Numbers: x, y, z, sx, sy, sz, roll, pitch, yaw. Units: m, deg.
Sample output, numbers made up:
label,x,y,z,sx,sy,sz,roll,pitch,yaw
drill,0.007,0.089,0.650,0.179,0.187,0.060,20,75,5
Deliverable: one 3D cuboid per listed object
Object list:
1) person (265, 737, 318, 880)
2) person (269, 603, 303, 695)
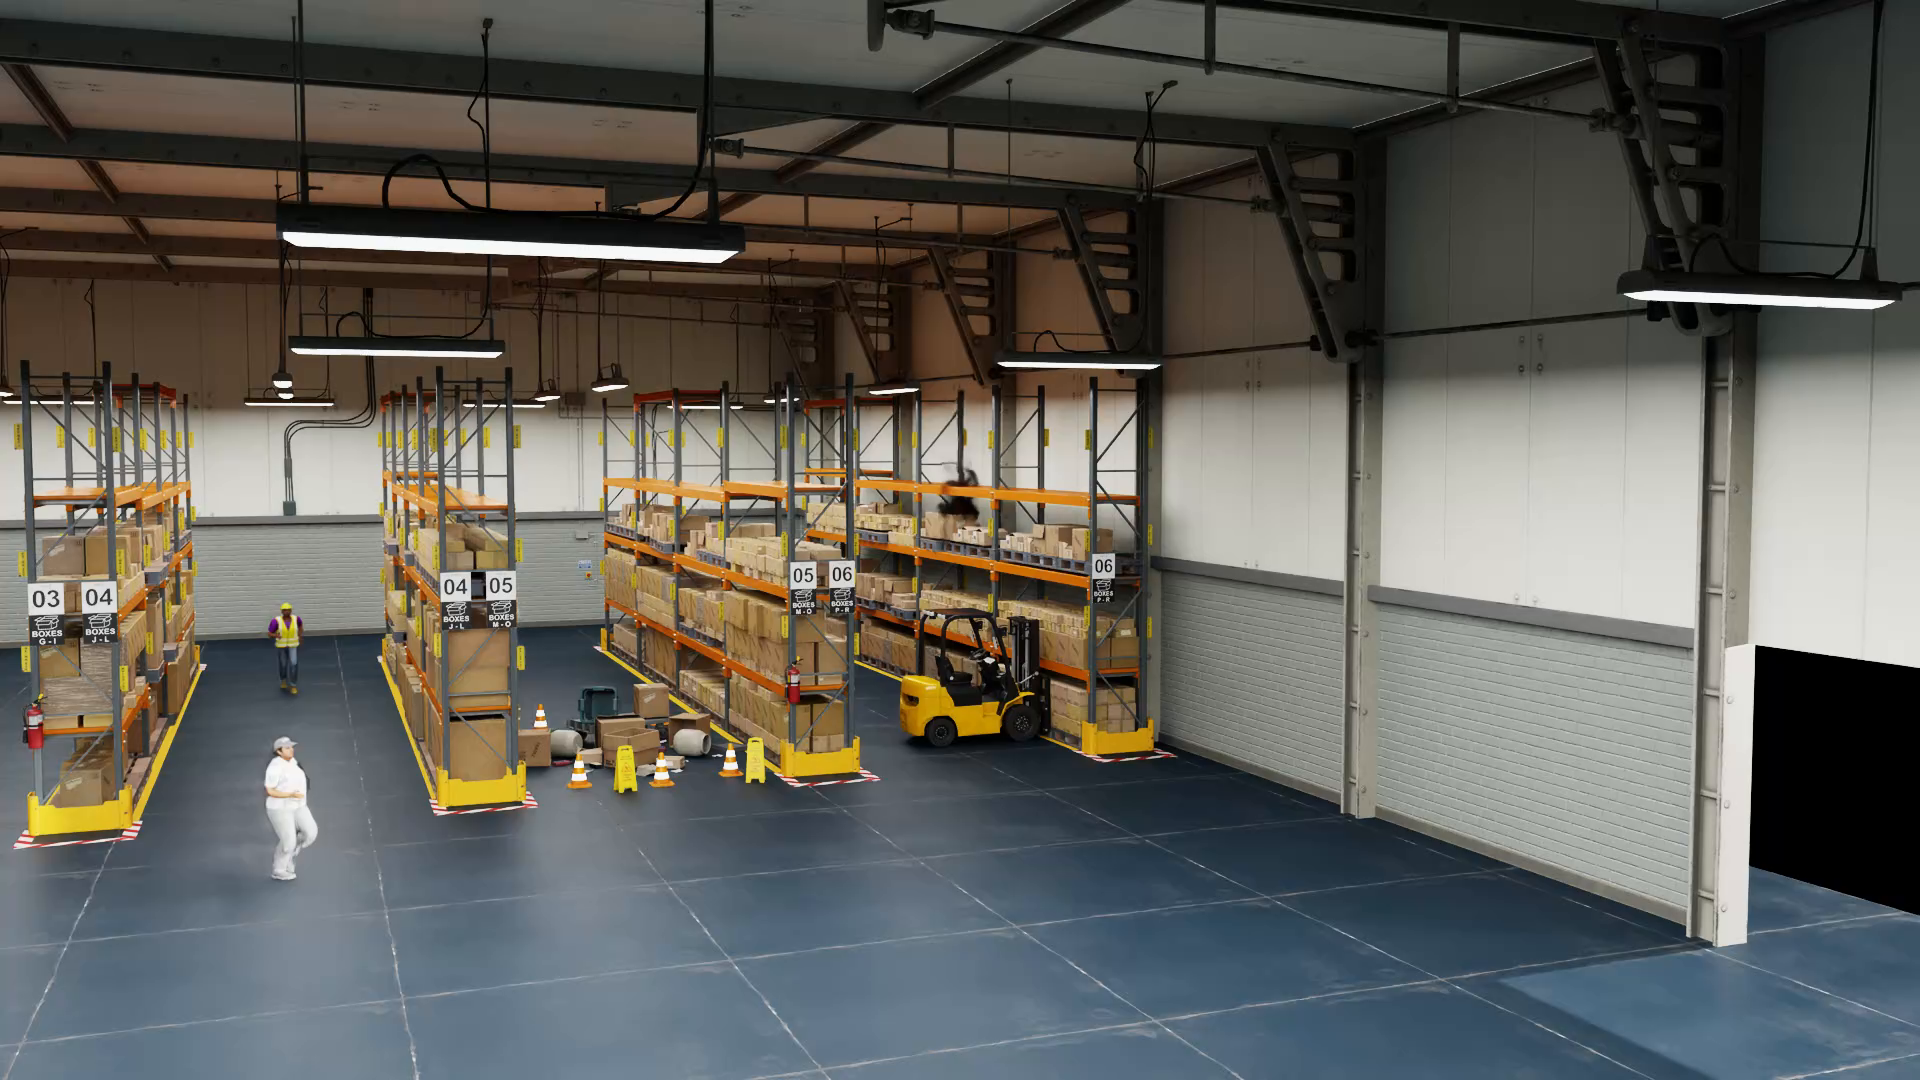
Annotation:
label,x,y,z,sx,sy,sz,roll,pitch,yaw
person,-7.592,3.046,18.913,0.545,1.622,0.593,1,4,15
person,-13.337,2.131,32.916,0.640,1.796,0.890,-2,4,-24
